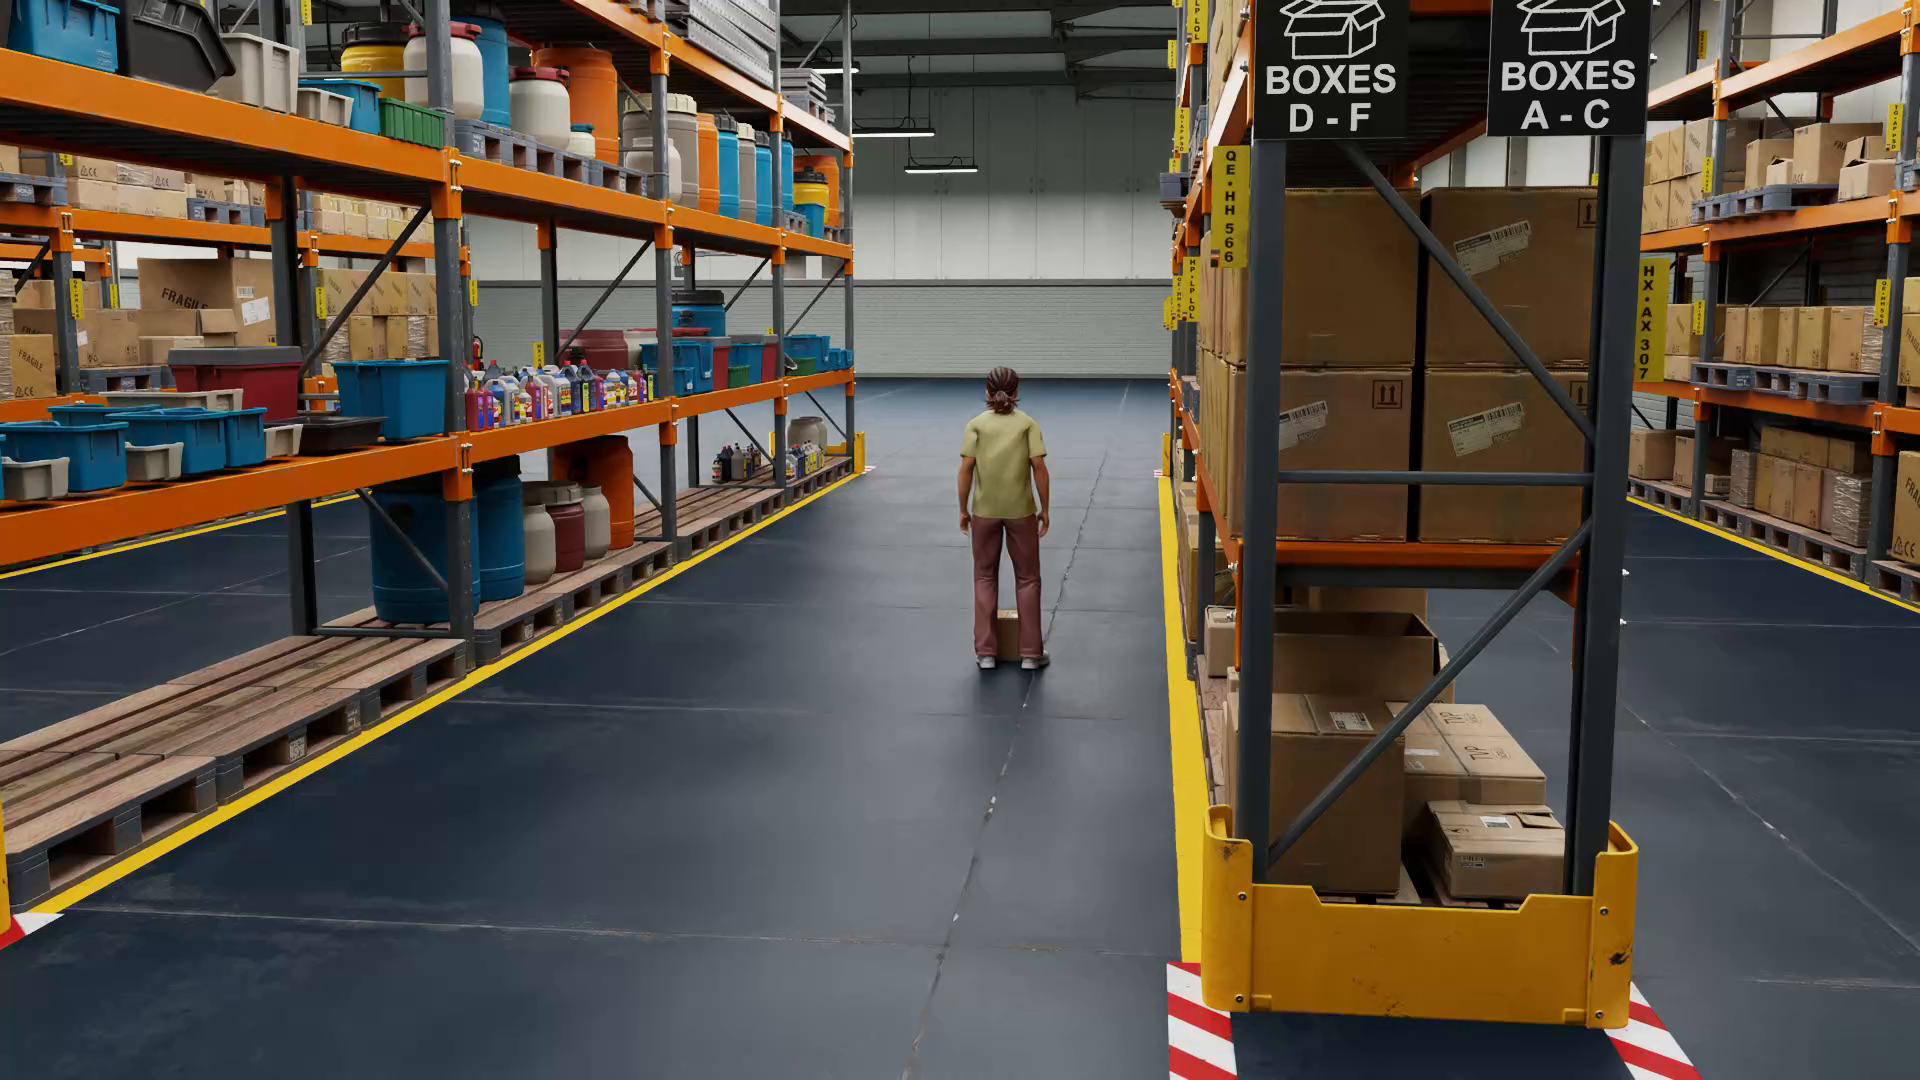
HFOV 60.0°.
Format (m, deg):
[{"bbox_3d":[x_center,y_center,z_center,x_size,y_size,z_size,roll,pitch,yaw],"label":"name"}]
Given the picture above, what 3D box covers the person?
[{"bbox_3d":[0.246,-0.124,9.221,0.506,1.672,0.352,1,8,6],"label":"person"}]
